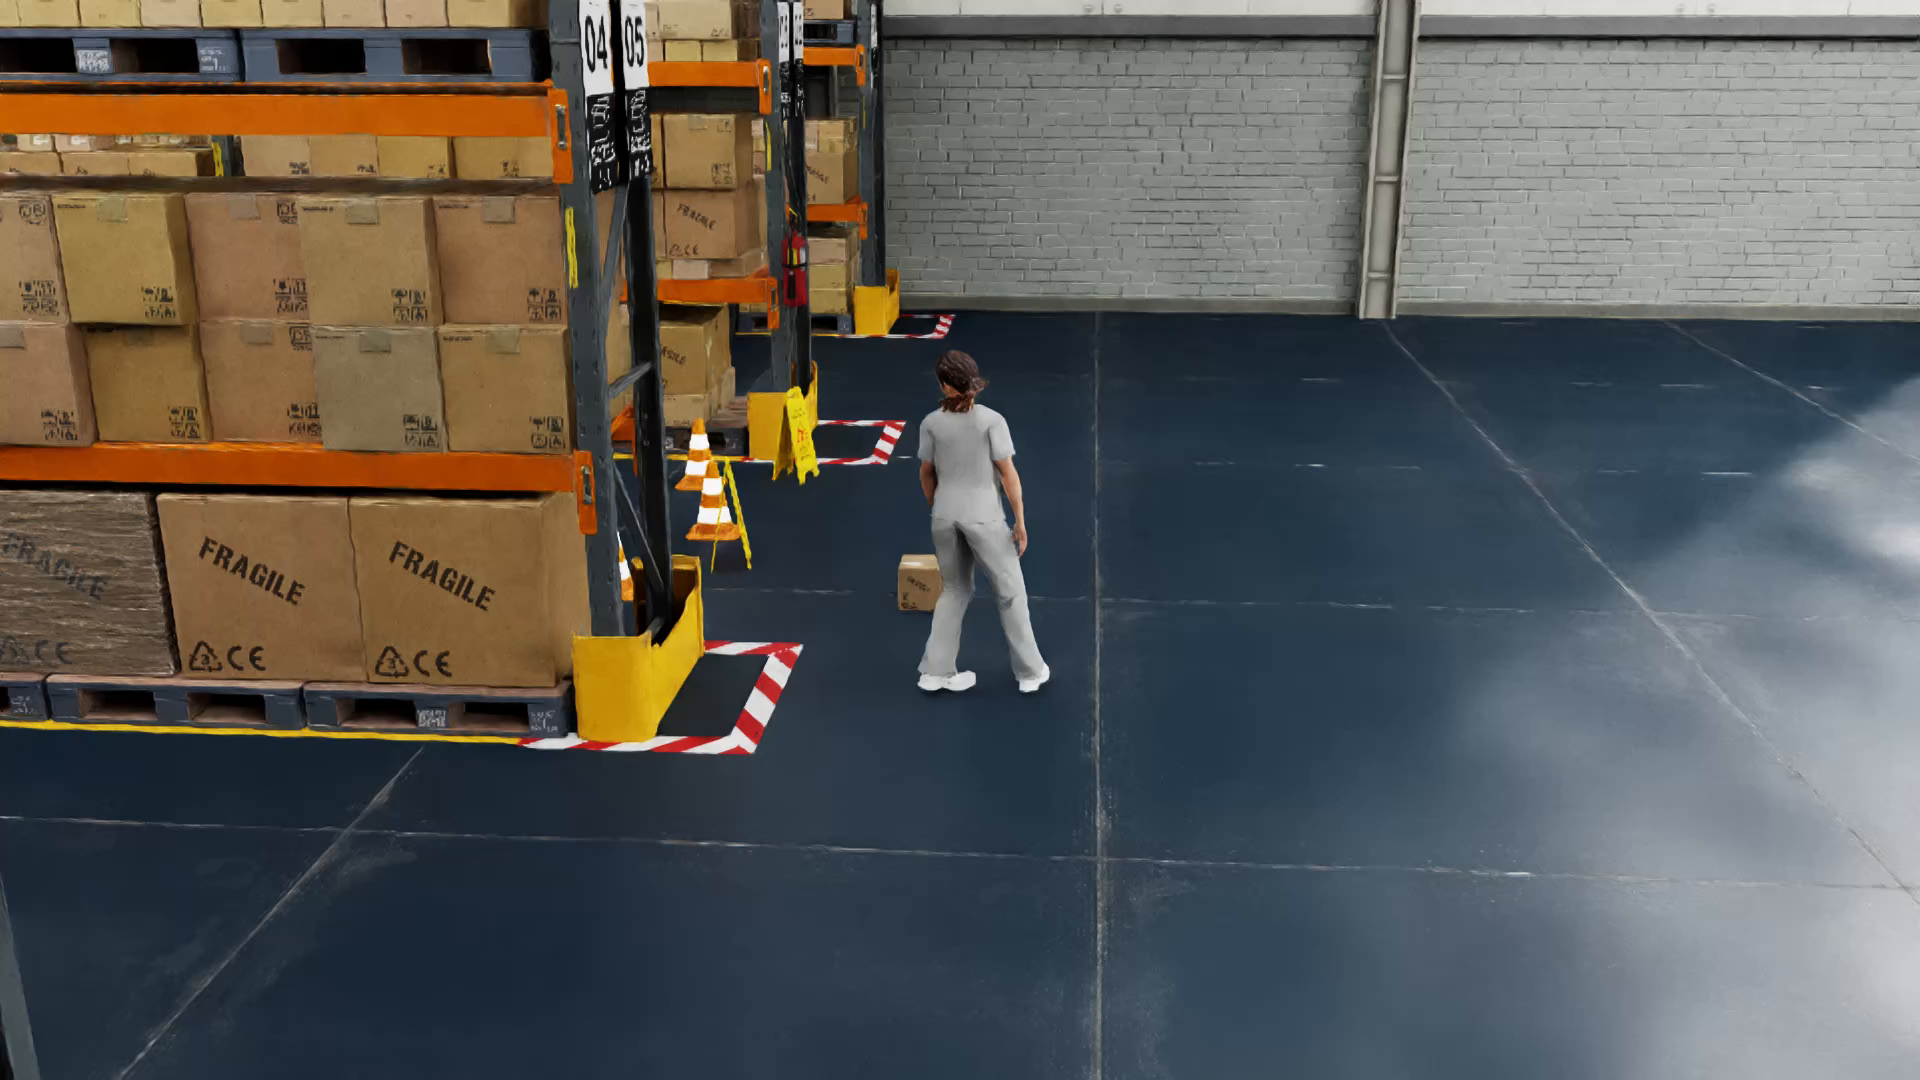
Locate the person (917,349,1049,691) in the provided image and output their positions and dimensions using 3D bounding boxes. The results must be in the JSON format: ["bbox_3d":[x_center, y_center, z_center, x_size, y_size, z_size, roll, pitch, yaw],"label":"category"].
[{"bbox_3d":[0.114,-0.081,7.846,0.595,1.656,0.519,8,19,25],"label":"person"}]
